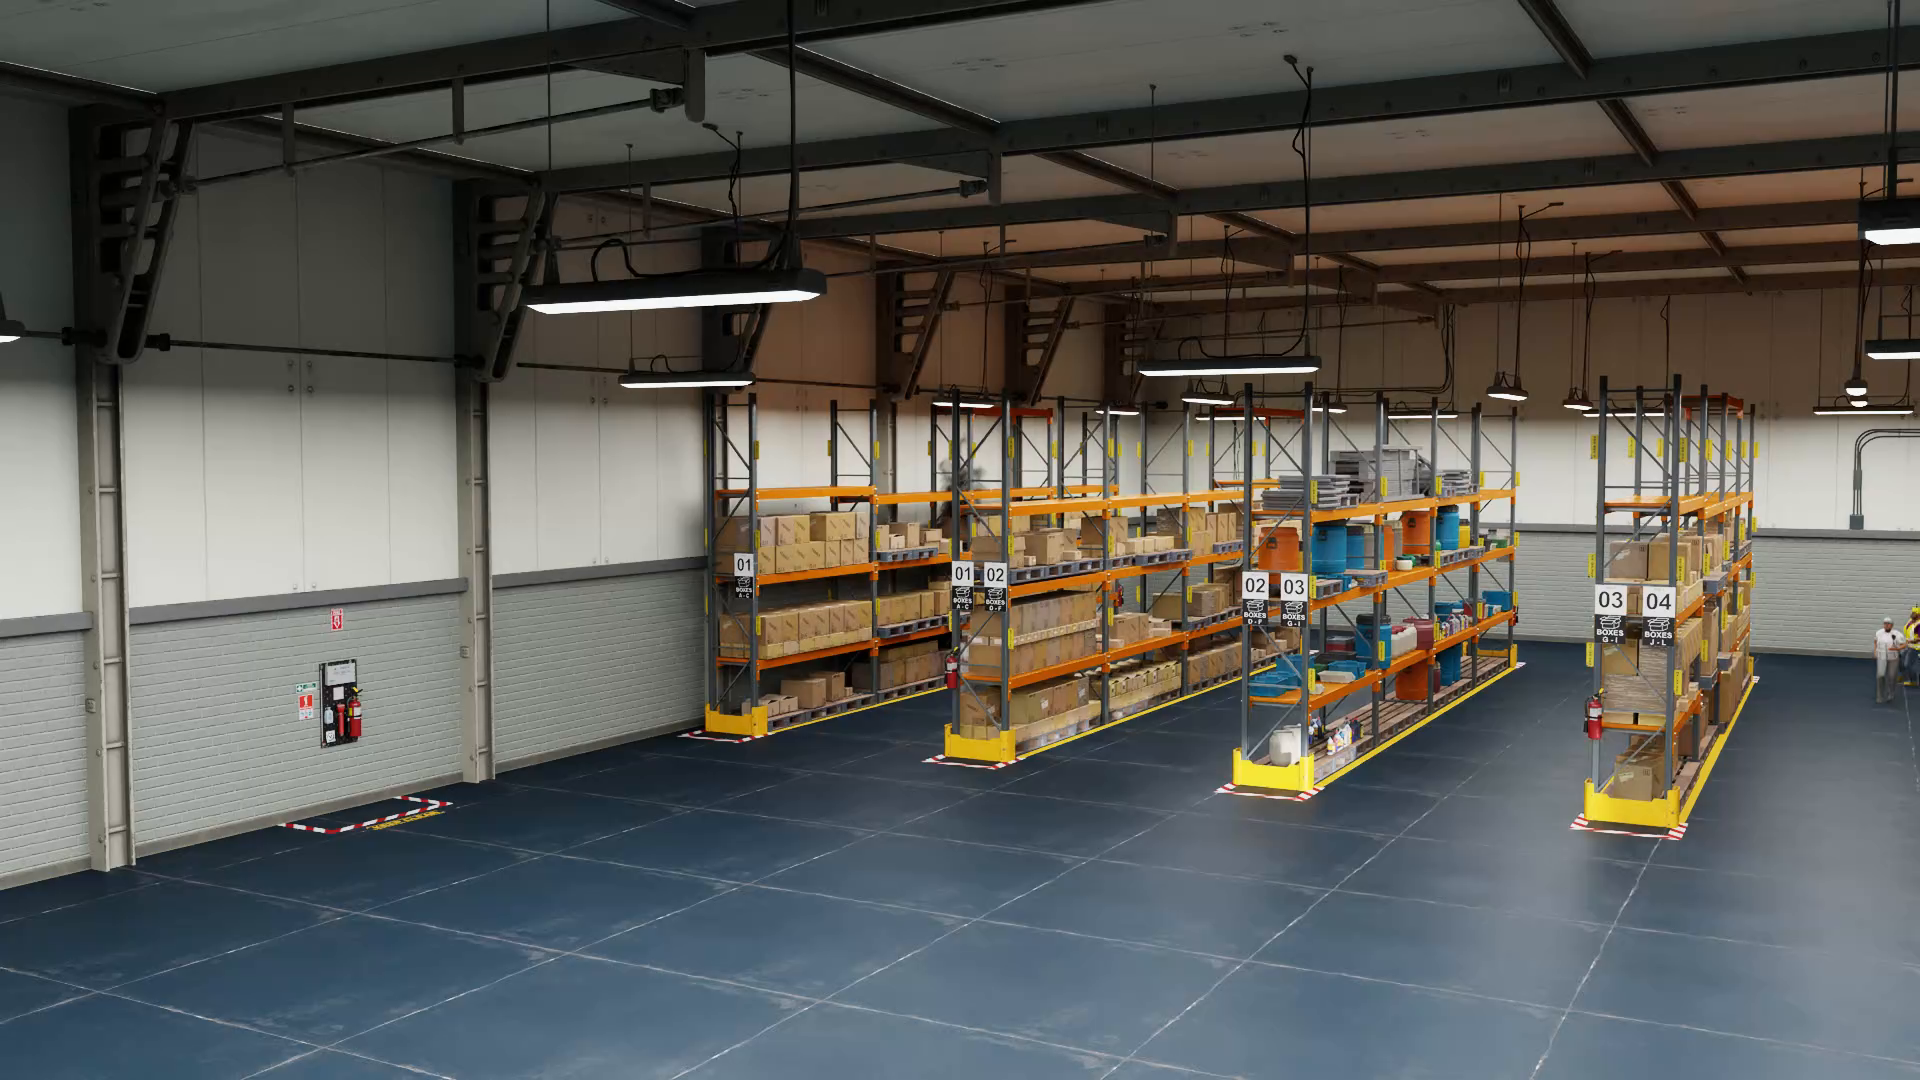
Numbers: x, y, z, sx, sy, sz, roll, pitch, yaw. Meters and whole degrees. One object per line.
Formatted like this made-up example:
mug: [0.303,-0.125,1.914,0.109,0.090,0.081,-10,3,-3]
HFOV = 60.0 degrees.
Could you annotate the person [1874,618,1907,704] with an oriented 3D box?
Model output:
person: [18.464,2.401,33.029,0.590,1.728,0.744,2,4,36]

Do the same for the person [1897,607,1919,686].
person: [20.007,2.240,35.011,0.655,1.697,0.723,0,3,-8]

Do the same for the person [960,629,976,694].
person: [0.122,2.477,30.616,0.567,1.697,0.907,1,3,22]
